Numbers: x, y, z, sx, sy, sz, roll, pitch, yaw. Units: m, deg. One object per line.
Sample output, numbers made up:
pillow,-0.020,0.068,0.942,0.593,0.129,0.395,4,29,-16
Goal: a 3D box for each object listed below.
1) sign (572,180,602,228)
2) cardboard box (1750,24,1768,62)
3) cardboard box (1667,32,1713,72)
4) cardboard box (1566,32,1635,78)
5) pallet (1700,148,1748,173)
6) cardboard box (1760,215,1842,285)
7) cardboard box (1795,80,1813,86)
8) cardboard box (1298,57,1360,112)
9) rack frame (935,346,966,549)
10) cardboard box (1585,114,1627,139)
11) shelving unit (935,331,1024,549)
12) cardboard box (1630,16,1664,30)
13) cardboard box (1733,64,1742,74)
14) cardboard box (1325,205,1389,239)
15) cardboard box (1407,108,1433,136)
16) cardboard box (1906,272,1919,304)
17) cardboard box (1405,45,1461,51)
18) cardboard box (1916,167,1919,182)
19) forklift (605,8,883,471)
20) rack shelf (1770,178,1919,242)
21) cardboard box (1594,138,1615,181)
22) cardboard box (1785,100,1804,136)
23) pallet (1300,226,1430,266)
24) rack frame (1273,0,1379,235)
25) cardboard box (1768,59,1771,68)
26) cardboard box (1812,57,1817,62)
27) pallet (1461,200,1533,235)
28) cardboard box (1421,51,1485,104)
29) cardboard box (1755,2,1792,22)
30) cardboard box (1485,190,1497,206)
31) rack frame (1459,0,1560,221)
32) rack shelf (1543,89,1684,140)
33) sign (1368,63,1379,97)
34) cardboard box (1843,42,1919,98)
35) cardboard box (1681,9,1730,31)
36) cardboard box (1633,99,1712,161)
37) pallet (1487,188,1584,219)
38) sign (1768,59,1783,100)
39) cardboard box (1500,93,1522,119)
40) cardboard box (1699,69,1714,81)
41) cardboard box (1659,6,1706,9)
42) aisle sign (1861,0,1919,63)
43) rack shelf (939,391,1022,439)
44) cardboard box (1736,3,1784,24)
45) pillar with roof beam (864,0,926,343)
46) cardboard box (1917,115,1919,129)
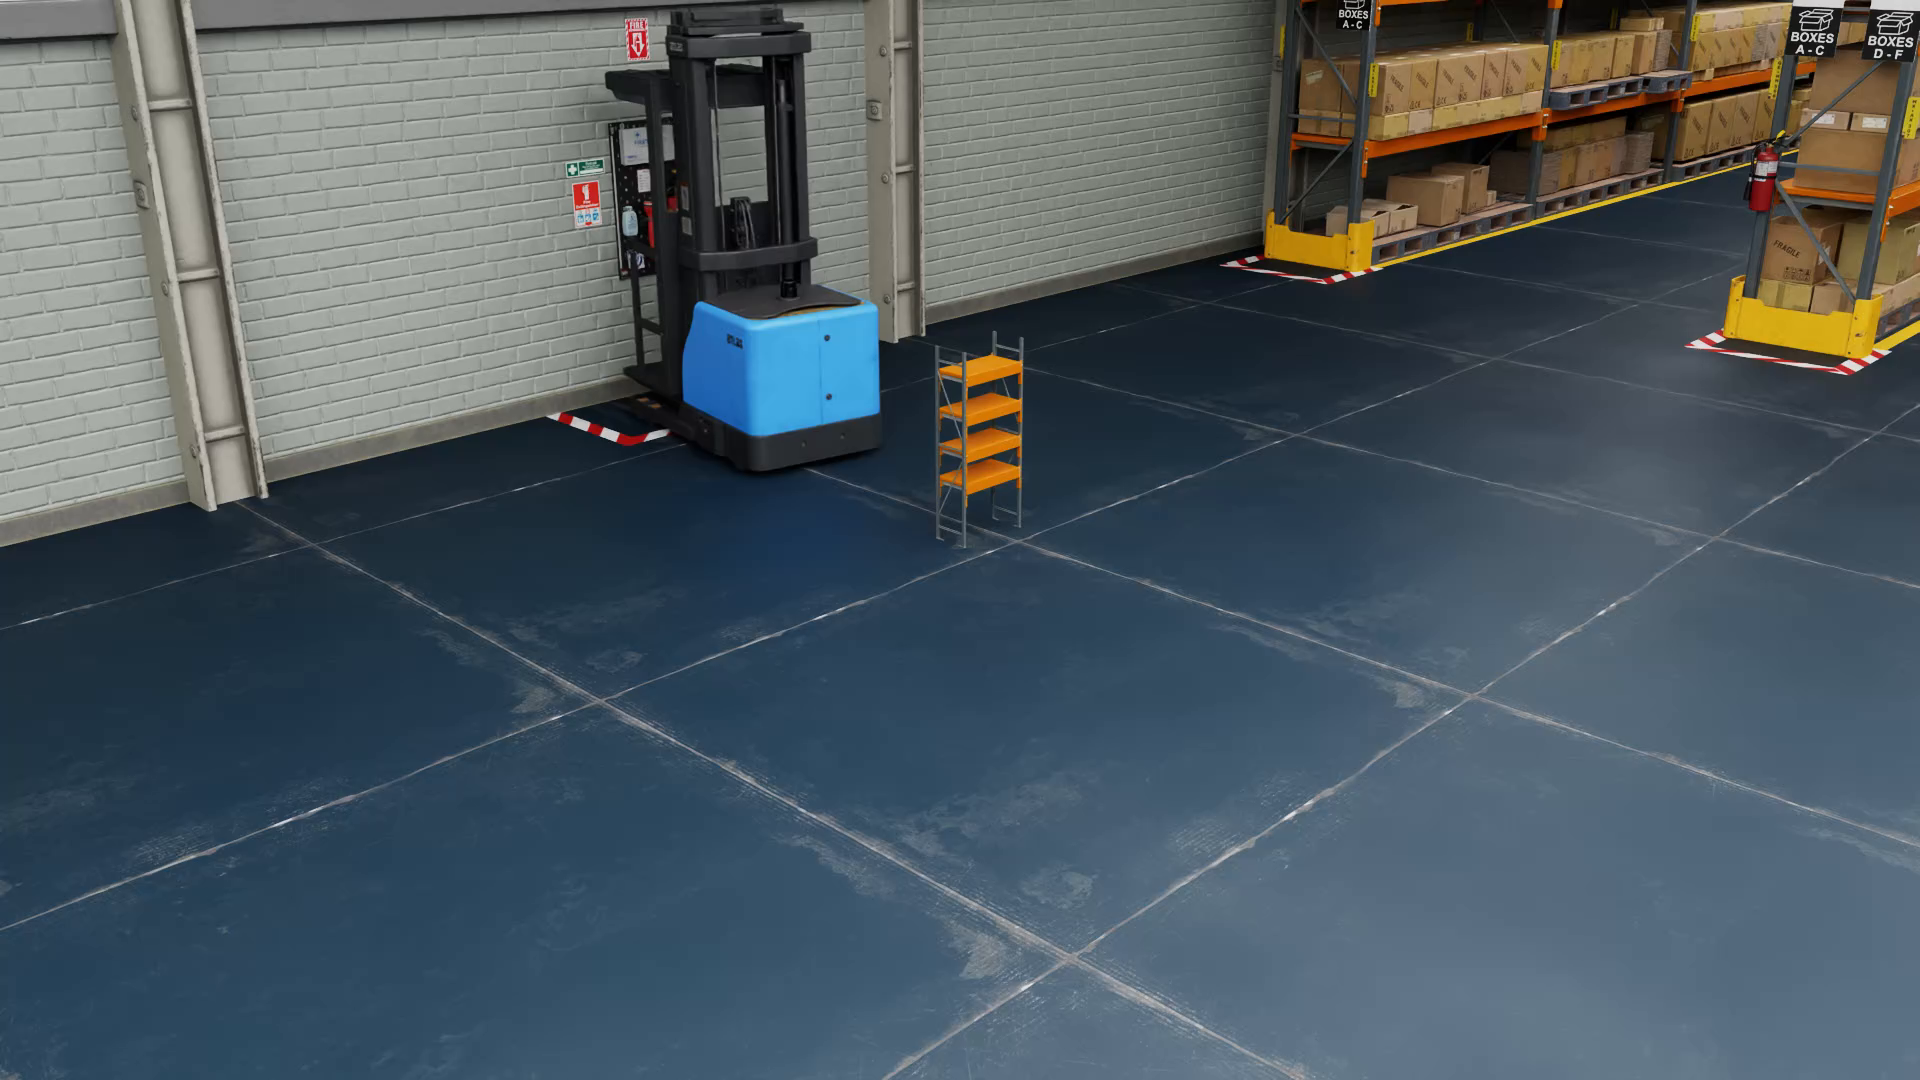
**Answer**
sign,-2.762,-2.486,12.313,0.001,0.329,0.234,19,28,41
cardboard box,11.291,-7.195,24.031,0.500,0.500,0.500,19,28,41
cardboard box,9.869,-6.670,22.665,0.500,0.500,0.500,-19,28,-40
cardboard box,8.173,-6.217,21.316,0.700,0.500,0.500,19,28,41
pallet,10.802,-5.608,24.372,1.003,0.211,1.213,19,28,41
cardboard box,7.479,-2.594,14.844,0.500,0.500,0.500,19,28,41
cardboard box,13.751,-7.420,27.192,0.250,0.149,0.380,-20,28,-41
cardboard box,3.943,-4.821,17.574,0.500,0.500,0.500,19,28,40
rack frame,-0.055,-0.540,9.807,0.240,1.200,0.015,19,28,41
cardboard box,8.440,-5.474,21.961,0.500,0.250,0.500,-20,28,-41
shelving unit,0.115,-0.603,9.970,0.258,1.200,0.503,19,28,41
cardboard box,9.128,-6.873,22.118,0.380,0.149,0.250,15,26,34
cardboard box,10.993,-6.796,23.896,0.250,0.149,0.380,-19,28,-40
cardboard box,4.314,-3.463,18.039,0.500,0.311,0.500,15,26,35
cardboard box,4.686,-4.480,17.731,0.500,0.250,0.500,18,28,39
cardboard box,8.547,-2.371,15.311,0.500,0.250,0.500,19,28,41
cardboard box,5.364,-5.348,18.944,0.500,0.500,0.500,-19,28,-41
cardboard box,8.366,-3.545,14.977,0.700,0.500,0.500,19,28,41
forklift,-1.797,-2.295,11.960,1.130,2.935,3.031,-14,25,-33
rack shelf,8.713,-3.297,15.475,1.077,0.370,4.000,19,28,41
cardboard box,8.113,-5.016,21.816,0.700,0.500,0.500,19,28,40
cardboard box,12.733,-6.638,26.063,0.700,0.500,0.500,20,29,41
pallet,4.411,-3.276,18.303,1.003,0.211,1.213,19,28,41
rack frame,3.766,-4.358,17.231,1.000,3.000,0.127,19,28,41
cardboard box,11.733,-7.051,24.560,0.250,0.149,0.380,-19,28,-40
cardboard box,13.041,-7.904,26.040,0.980,0.700,0.700,18,28,39
pallet,6.114,-3.903,19.934,1.003,0.211,1.213,19,28,41
cardboard box,5.383,-5.086,18.262,0.500,0.500,0.500,-19,28,-40
cardboard box,11.995,-7.803,24.568,0.500,0.250,0.500,-19,28,-41
cardboard box,6.205,-4.124,19.958,0.380,0.166,0.250,15,26,34
rack frame,6.557,-5.386,19.906,1.000,3.000,0.127,19,28,41
rack shelf,7.952,-5.564,21.373,1.077,0.370,4.000,19,28,41
sign,4.155,-4.626,16.723,0.100,0.325,0.005,19,28,41
cardboard box,8.053,-4.038,14.452,0.700,0.500,0.500,18,28,39
cardboard box,10.223,-7.150,22.868,0.500,0.250,0.500,19,28,40
cardboard box,9.954,-5.763,23.298,0.750,0.750,0.750,19,28,40
pallet,7.099,-4.285,20.928,1.003,0.211,1.213,19,28,41
sign,6.939,-3.909,14.120,0.100,0.325,0.005,19,28,41
cardboard box,6.090,-5.002,19.088,0.500,0.250,0.500,19,28,41
cardboard box,10.171,-6.443,22.978,0.250,0.149,0.380,-19,28,-40
cardboard box,10.202,-7.404,23.529,0.500,0.250,0.500,18,28,39
aisle sign,7.492,-4.239,13.298,0.394,0.787,0.004,19,28,41
rack shelf,0.115,-0.749,9.914,0.258,0.148,0.480,19,28,41
cardboard box,11.632,-7.674,24.232,0.500,0.250,0.500,-19,28,-41
pillar with roof beam,2.534,-4.935,10.370,9.100,9.000,0.400,19,28,41
cardboard box,8.103,-3.648,14.340,0.380,0.149,0.250,19,28,41
